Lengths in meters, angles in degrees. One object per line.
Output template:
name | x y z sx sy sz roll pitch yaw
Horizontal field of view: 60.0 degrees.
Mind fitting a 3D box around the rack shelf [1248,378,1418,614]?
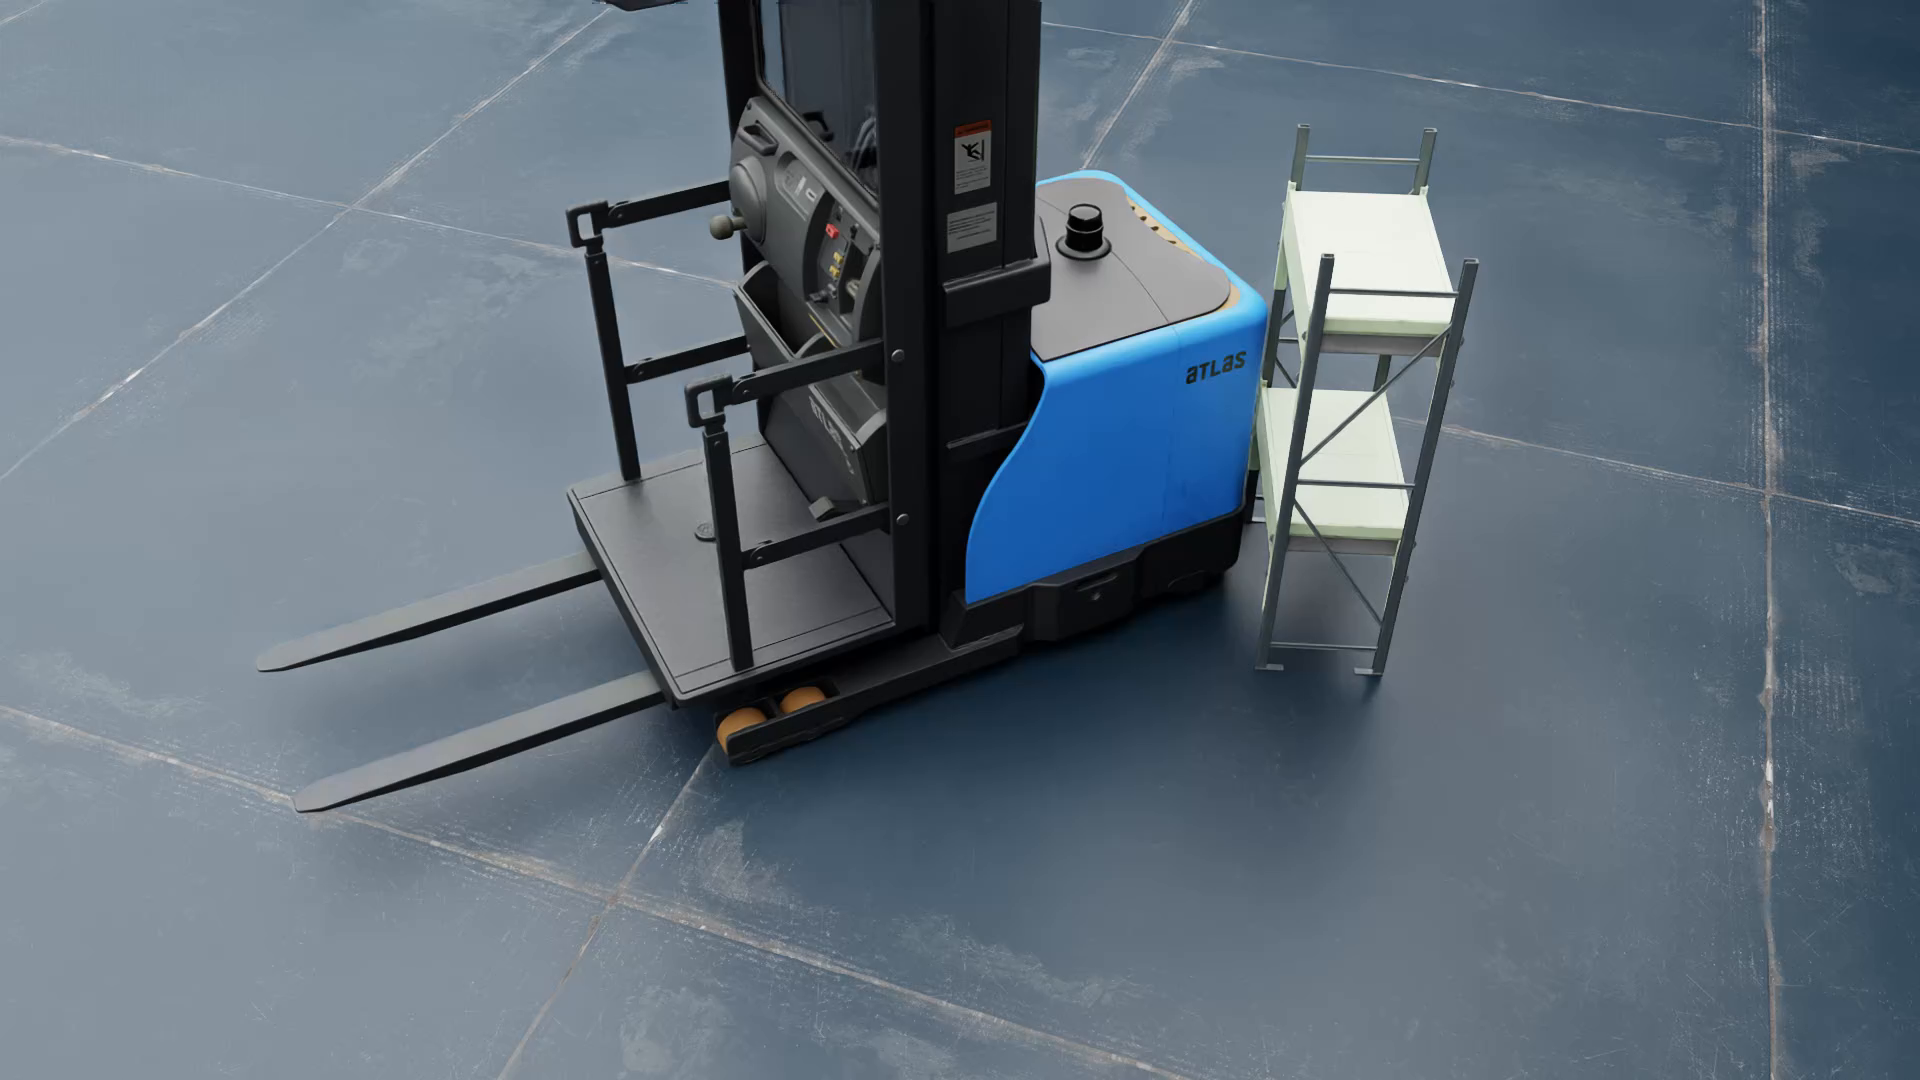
rack shelf | 1.161 -0.146 5.268 0.431 0.370 0.720 3 41 3

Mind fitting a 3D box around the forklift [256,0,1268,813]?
forklift | -0.614 -0.844 4.481 3.031 2.935 1.130 -18 44 -20

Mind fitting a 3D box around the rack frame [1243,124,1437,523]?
rack frame | 1.187 -0.631 5.334 0.400 1.500 0.023 3 41 3

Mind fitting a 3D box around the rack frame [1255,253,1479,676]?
rack frame | 1.135 -0.157 4.778 0.400 1.500 0.023 3 41 3

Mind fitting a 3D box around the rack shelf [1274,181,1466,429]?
rack shelf | 1.161 -0.691 4.803 0.431 0.370 0.720 3 41 3

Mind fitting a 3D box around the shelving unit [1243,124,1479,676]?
shelving unit | 1.161 -0.394 5.056 0.431 1.500 0.755 3 41 3
